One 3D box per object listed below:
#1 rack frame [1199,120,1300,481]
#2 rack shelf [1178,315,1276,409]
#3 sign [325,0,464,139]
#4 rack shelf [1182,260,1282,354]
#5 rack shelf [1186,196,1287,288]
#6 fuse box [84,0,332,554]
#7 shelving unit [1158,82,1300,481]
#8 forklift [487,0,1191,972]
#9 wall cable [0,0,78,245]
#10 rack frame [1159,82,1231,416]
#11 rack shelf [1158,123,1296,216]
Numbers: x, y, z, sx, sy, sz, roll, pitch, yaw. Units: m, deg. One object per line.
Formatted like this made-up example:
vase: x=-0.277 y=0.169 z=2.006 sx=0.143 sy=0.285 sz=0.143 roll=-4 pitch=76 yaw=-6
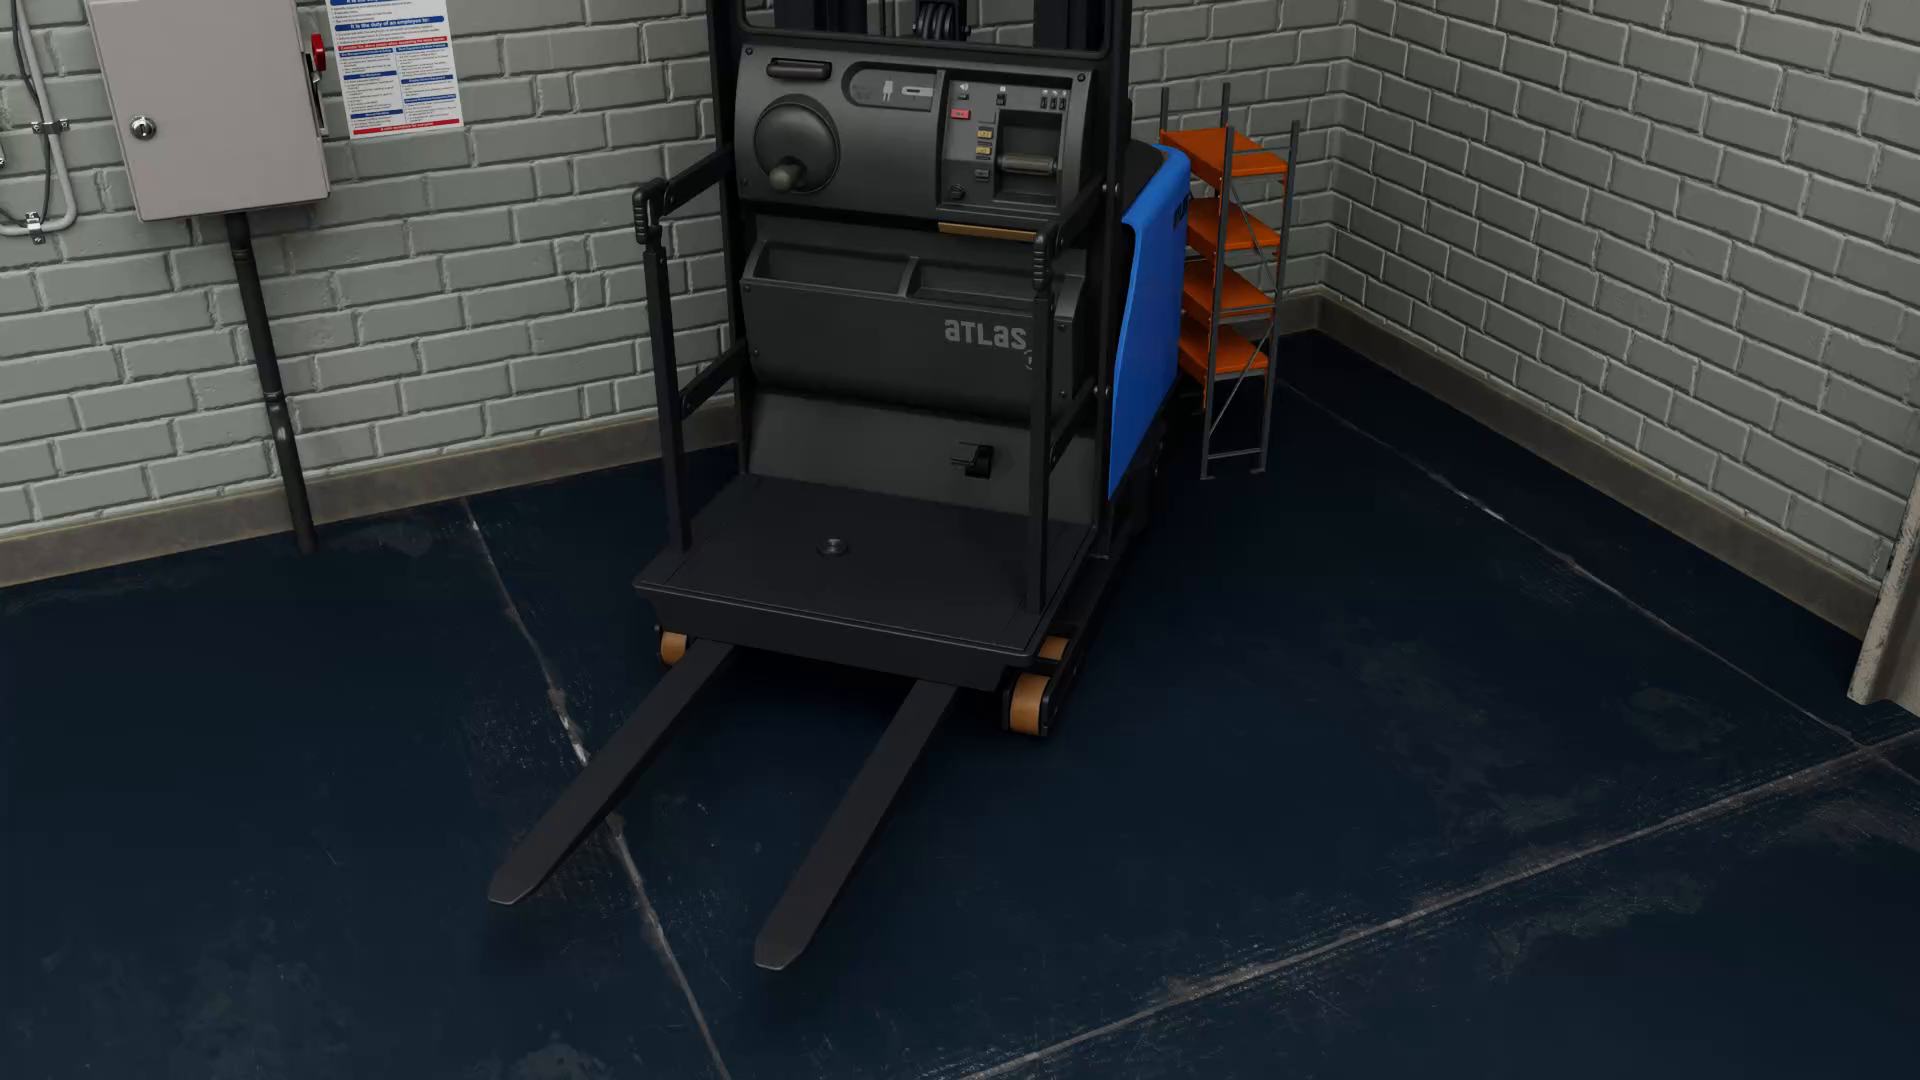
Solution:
rack frame: x=0.923 y=-0.742 z=5.347 sx=0.240 sy=1.200 sz=0.015 roll=-9 pitch=30 yaw=-15
rack shelf: x=0.850 y=-0.624 z=5.680 sx=0.258 sy=0.148 sz=0.480 roll=-9 pitch=30 yaw=-15
sign: x=-1.642 y=-1.427 z=4.824 sx=0.329 sy=0.494 sz=0.001 roll=-13 pitch=32 yaw=-22
rack shelf: x=0.850 y=-0.798 z=5.583 sx=0.258 sy=0.148 sz=0.480 roll=-9 pitch=30 yaw=-15
rack shelf: x=0.850 y=-0.993 z=5.474 sx=0.258 sy=0.148 sz=0.480 roll=-9 pitch=30 yaw=-15
fuse box: x=-2.000 y=-0.711 z=4.768 sx=0.539 sy=1.711 sz=0.414 roll=-13 pitch=32 yaw=-22
shelving unit: x=0.850 y=-0.856 z=5.550 sx=0.258 sy=1.200 sz=0.503 roll=-9 pitch=30 yaw=-15
forklift: x=-0.196 y=-0.988 z=4.016 sx=1.130 sy=2.935 sz=3.031 roll=9 pitch=31 yaw=16
wall cable: x=-2.684 y=-1.642 z=4.073 sx=0.588 sy=1.984 sz=0.122 roll=-13 pitch=32 yaw=-22
rack frame: x=0.777 y=-0.970 z=5.753 sx=0.240 sy=1.200 sz=0.015 roll=-9 pitch=30 yaw=-15
rack shelf: x=0.850 y=-1.199 z=5.358 sx=0.258 sy=0.148 sz=0.480 roll=-9 pitch=30 yaw=-15
